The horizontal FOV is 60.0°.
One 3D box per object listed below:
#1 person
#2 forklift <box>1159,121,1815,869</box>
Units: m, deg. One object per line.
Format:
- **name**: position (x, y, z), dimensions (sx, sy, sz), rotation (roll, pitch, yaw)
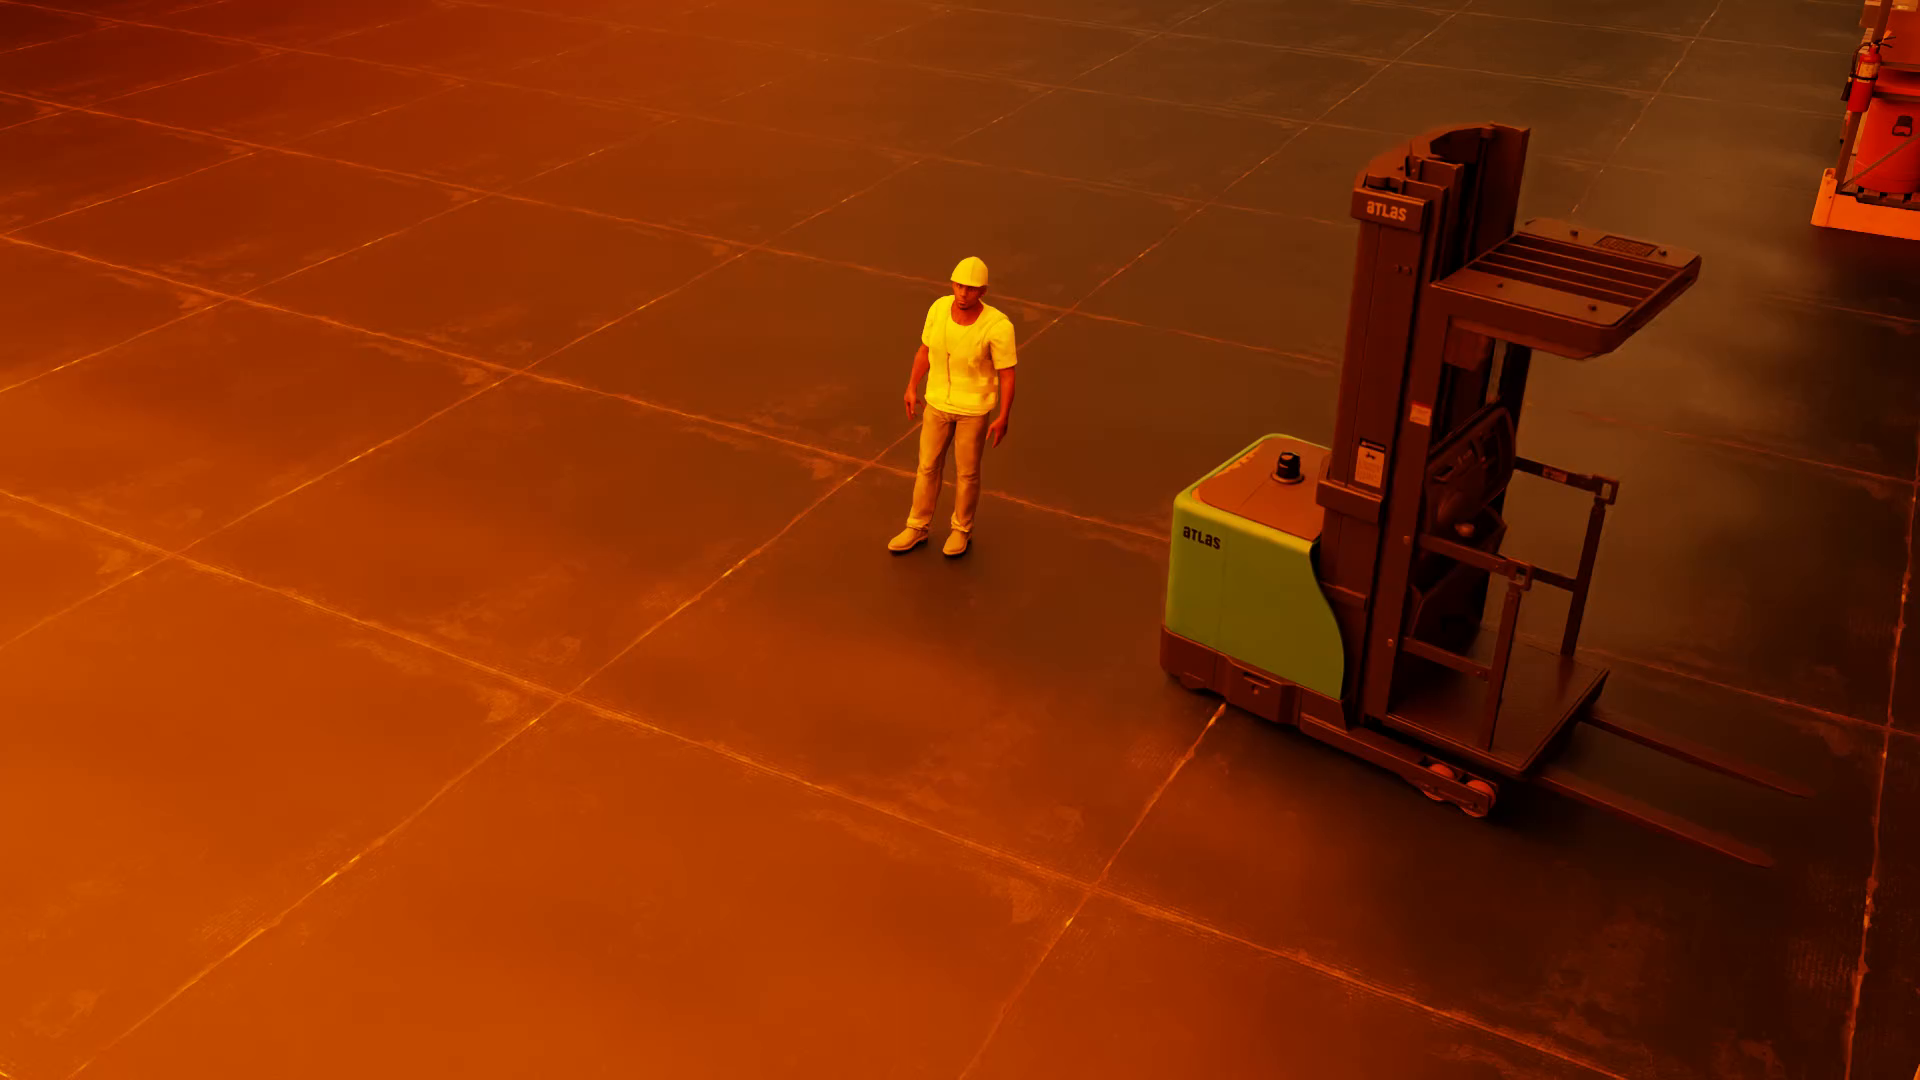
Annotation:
- **person**: position (-0.039, -0.742, 9.507), dimensions (0.665, 1.768, 0.575), rotation (15, 33, 25)
- **forklift**: position (2.509, -0.278, 7.552), dimensions (3.031, 2.935, 1.130), rotation (22, 37, 33)
